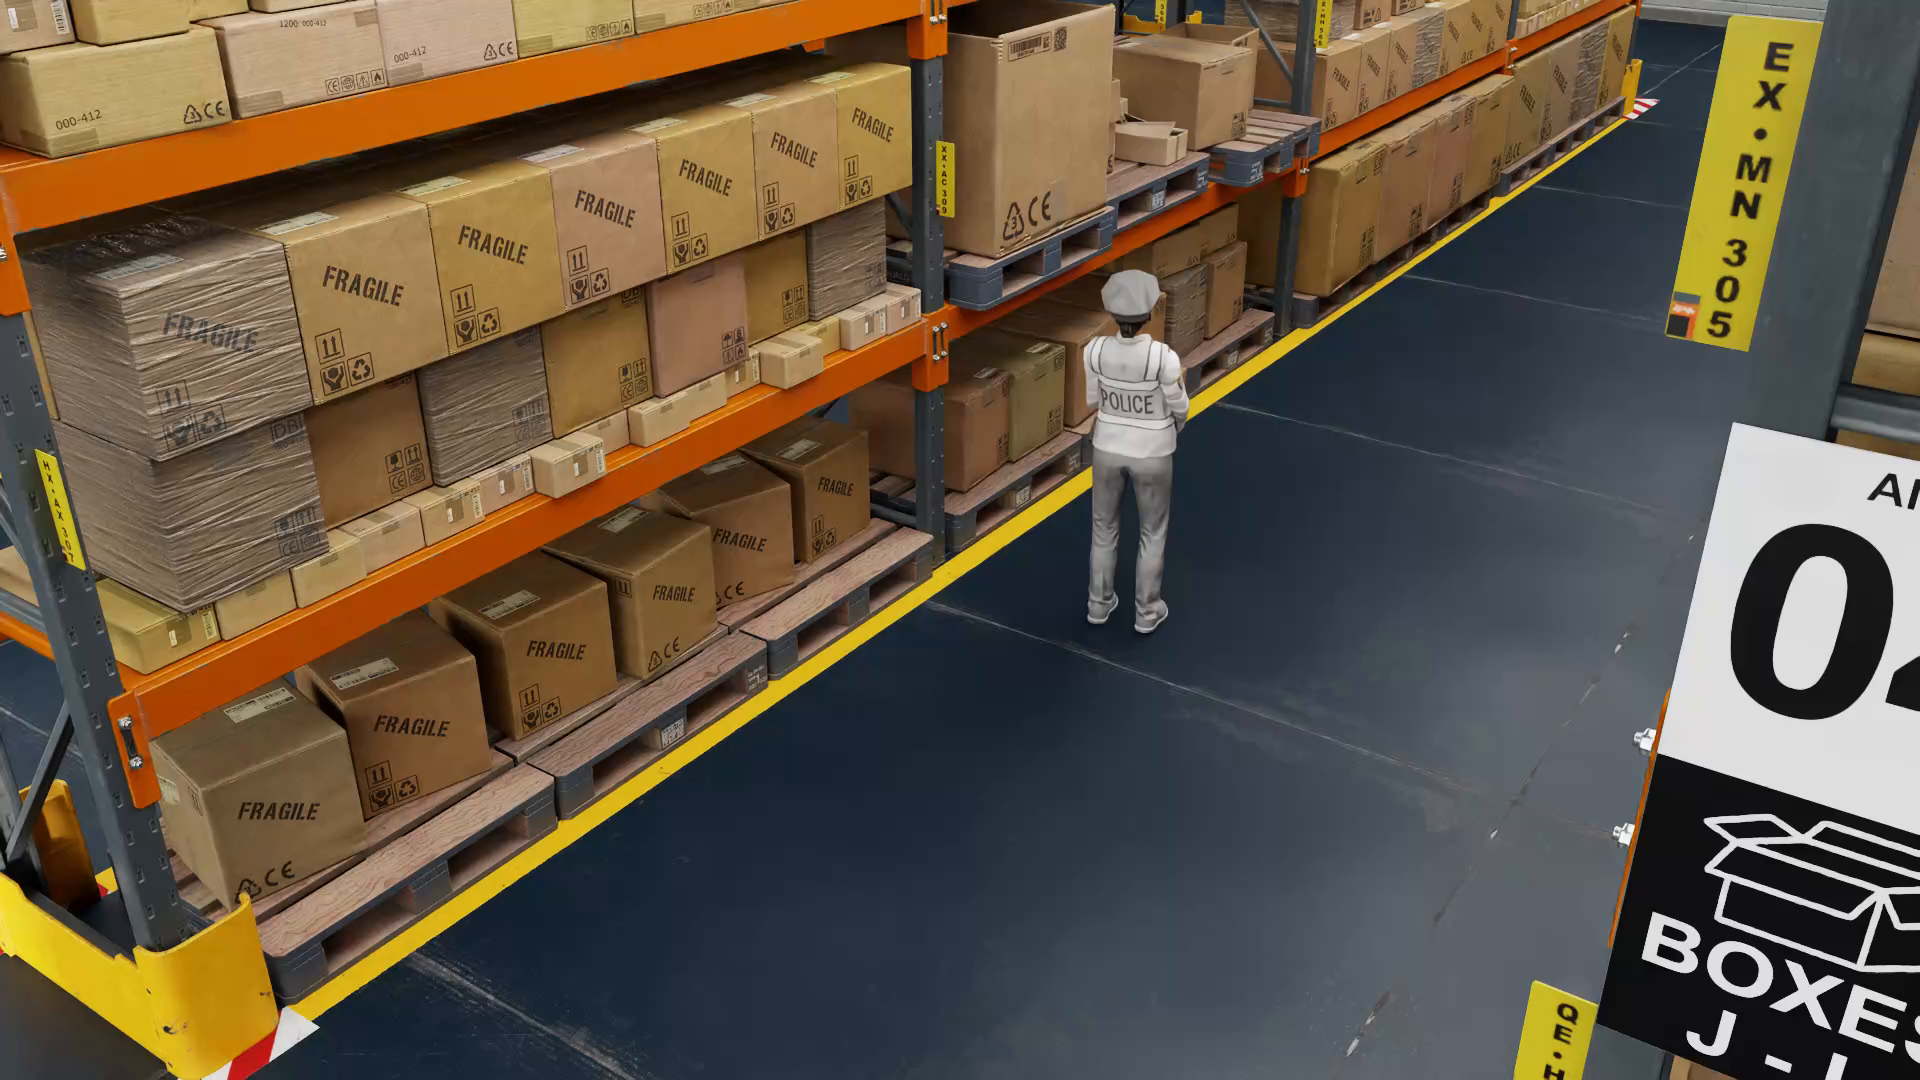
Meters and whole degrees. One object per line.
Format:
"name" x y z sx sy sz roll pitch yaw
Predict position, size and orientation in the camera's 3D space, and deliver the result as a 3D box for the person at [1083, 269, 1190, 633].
"person" 0.781 -0.410 7.388 0.461 1.687 0.562 10 29 19
